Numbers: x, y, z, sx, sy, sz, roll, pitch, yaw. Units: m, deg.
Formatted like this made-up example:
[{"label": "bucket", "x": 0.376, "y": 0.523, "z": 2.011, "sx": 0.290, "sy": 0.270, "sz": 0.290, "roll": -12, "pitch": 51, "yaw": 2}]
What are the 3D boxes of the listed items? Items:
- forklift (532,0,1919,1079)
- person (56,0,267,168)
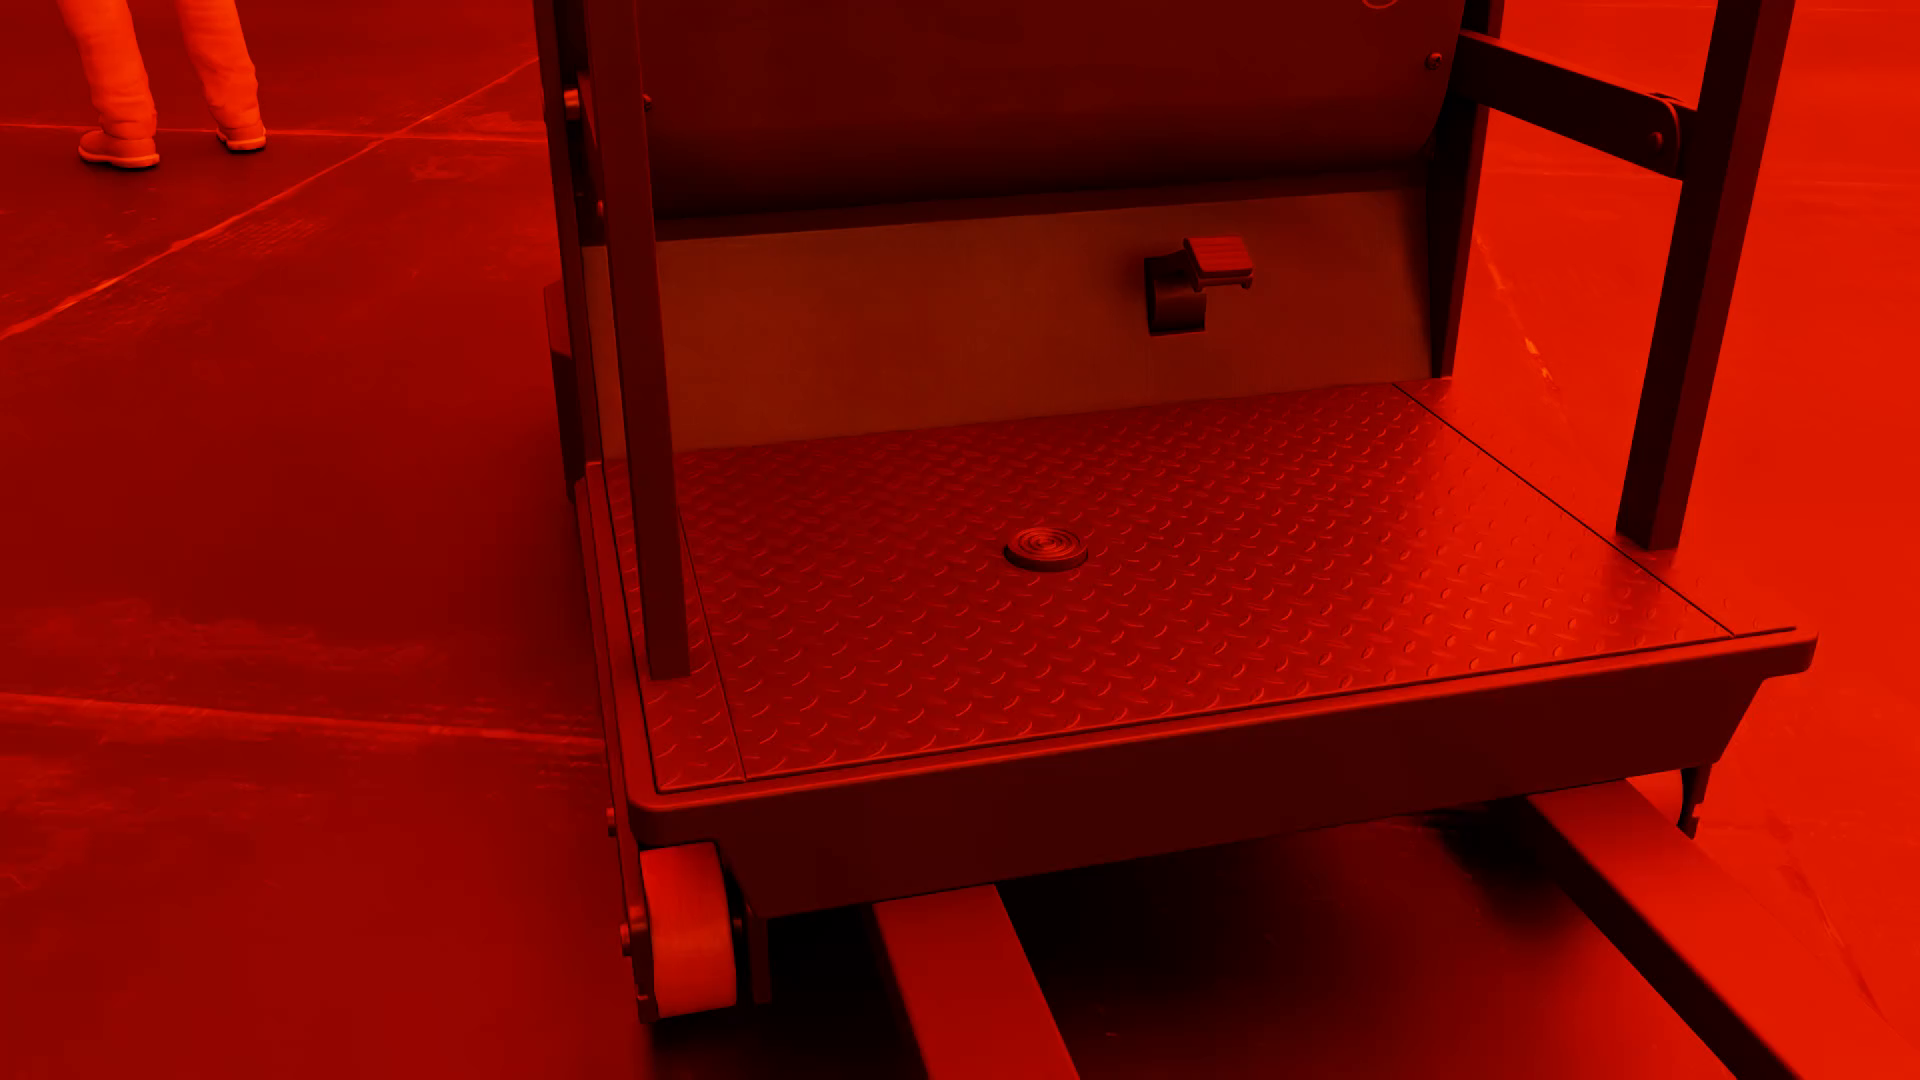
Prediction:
[{"label": "forklift", "x": 0.153, "y": -1.049, "z": 1.319, "sx": 1.130, "sy": 2.935, "sz": 3.031, "roll": -7, "pitch": 27, "yaw": -13}, {"label": "person", "x": -2.203, "y": -1.853, "z": 4.277, "sx": 0.585, "sy": 1.727, "sz": 0.391, "roll": -21, "pitch": 33, "yaw": -36}]
